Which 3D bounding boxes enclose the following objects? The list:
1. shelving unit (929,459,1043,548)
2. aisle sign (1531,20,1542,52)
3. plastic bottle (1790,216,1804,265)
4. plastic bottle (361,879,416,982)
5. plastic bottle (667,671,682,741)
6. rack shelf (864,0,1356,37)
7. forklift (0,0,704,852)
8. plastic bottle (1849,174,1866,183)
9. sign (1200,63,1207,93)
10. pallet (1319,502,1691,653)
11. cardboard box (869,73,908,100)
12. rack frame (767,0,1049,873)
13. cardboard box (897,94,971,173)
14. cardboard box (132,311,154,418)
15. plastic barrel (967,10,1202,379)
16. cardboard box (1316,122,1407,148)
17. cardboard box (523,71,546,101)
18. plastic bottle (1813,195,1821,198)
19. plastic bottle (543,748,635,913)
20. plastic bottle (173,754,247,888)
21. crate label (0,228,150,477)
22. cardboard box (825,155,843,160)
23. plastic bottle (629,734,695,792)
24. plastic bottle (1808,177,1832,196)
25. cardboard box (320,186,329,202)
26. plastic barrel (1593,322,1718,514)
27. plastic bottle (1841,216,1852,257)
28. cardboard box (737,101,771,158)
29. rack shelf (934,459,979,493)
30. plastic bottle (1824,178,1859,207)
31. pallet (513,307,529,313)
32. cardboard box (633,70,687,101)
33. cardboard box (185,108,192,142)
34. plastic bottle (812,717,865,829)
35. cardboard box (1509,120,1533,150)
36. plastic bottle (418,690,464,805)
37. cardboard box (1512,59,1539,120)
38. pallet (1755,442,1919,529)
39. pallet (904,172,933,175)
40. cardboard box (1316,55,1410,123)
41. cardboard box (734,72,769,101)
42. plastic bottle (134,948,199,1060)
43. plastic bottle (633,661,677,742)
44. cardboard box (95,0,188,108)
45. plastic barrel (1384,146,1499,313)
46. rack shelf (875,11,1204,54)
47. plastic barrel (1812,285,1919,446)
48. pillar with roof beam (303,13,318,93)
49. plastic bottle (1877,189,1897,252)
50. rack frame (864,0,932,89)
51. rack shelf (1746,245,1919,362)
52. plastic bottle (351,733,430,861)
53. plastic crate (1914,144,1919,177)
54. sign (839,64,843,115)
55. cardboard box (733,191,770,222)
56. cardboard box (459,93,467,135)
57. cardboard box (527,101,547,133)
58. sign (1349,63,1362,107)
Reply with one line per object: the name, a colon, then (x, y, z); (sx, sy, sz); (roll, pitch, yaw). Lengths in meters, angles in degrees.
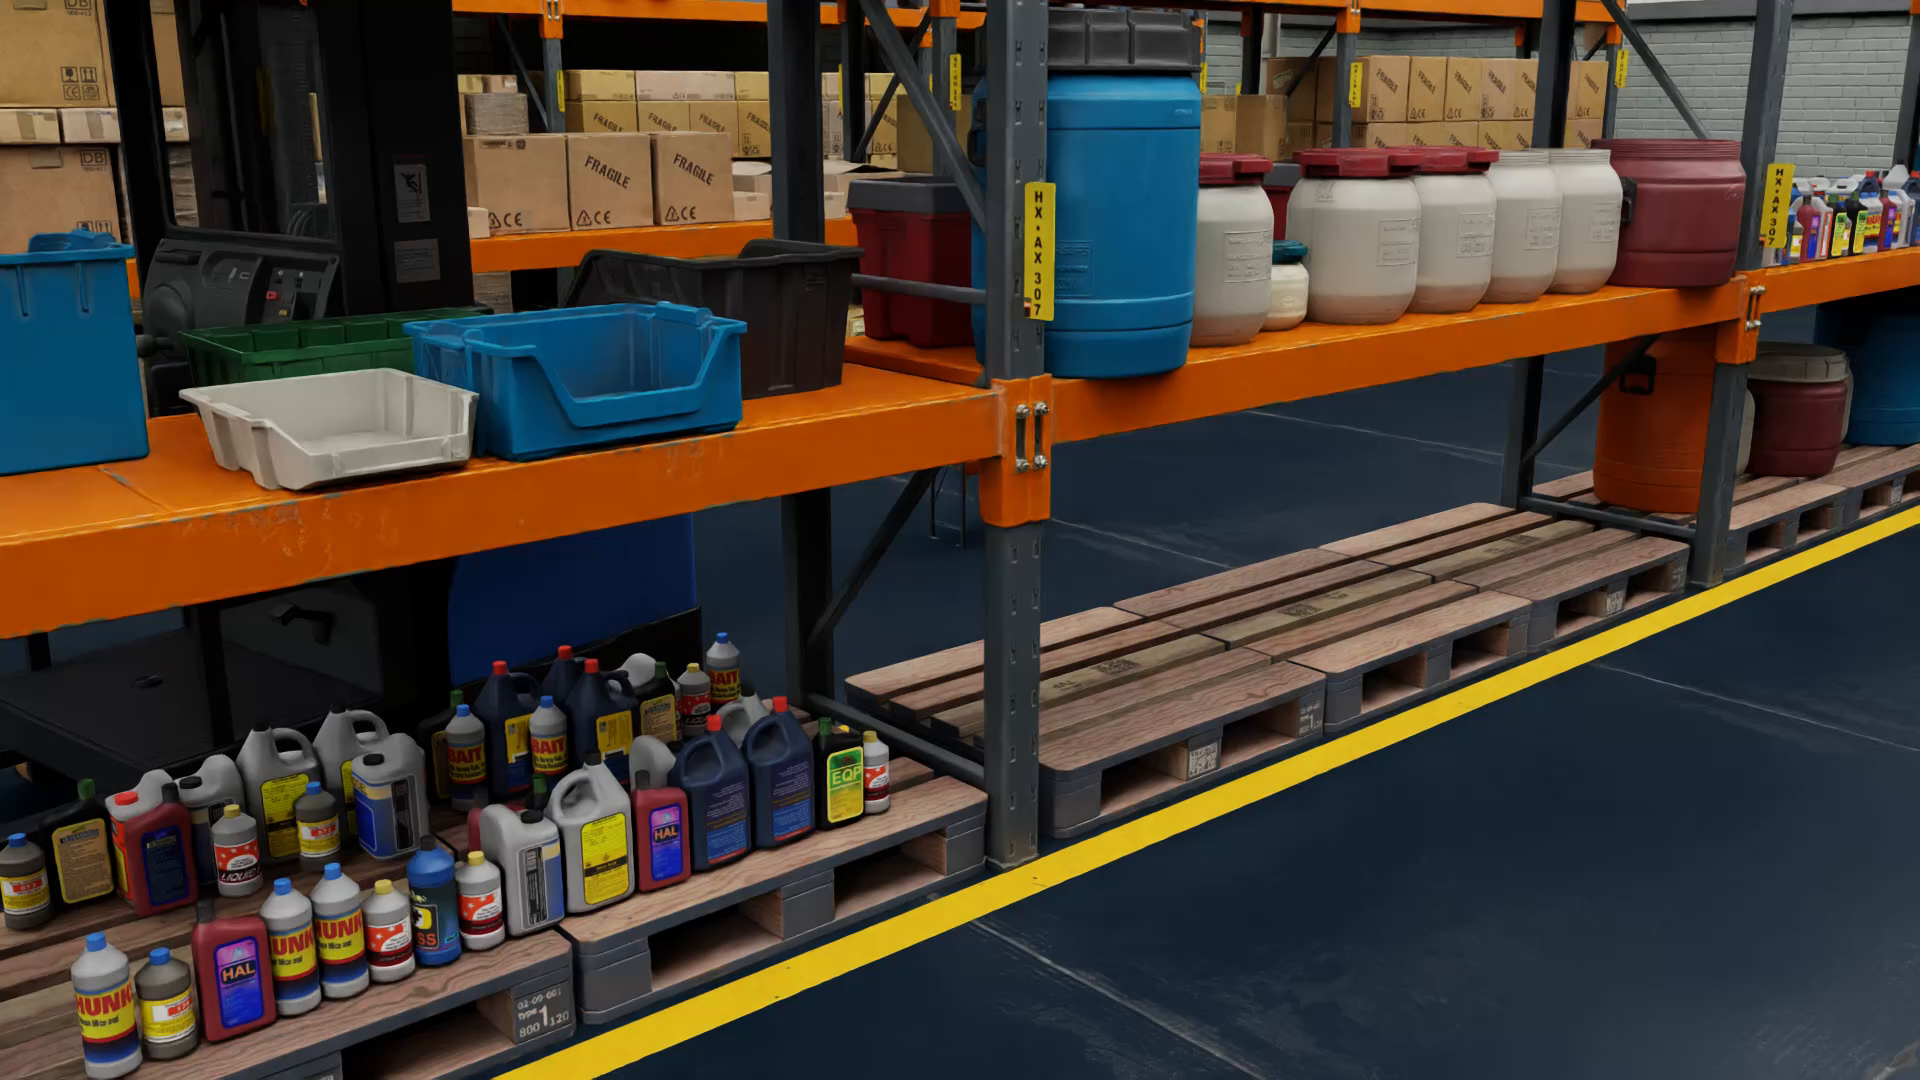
shelving unit: (0.125, -0.608, 7.700); (0.503, 1.200, 0.258); (-13, 19, -39)
aisle sign: (5.501, -4.992, 15.589); (0.004, 0.787, 0.394); (-13, 19, -39)
plastic bottle: (3.573, -1.292, 7.161); (0.097, 0.201, 0.097); (0, 15, 0)
plastic bottle: (-1.198, 0.809, 3.478); (0.097, 0.201, 0.097); (0, 15, 0)
plastic bottle: (-0.843, 0.473, 4.737); (0.097, 0.201, 0.097); (0, 15, 0)
rack shelf: (1.116, -3.753, 11.568); (4.000, 0.370, 1.077); (-13, 19, -39)
forklift: (-2.175, -0.666, 4.563); (1.130, 2.935, 3.031); (11, 18, 35)
plastic bottle: (4.998, -1.899, 9.286); (0.135, 0.276, 0.152); (-13, 19, -39)
sign: (2.733, -5.197, 18.691); (0.005, 0.325, 0.100); (-13, 19, -39)
pallet: (2.246, 0.124, 6.878); (1.213, 0.211, 1.003); (-13, 19, -39)
cardboard box: (-0.814, -4.389, 16.105); (0.500, 0.250, 0.500); (-12, 19, -38)
rack frame: (-0.162, -0.670, 4.444); (0.127, 3.000, 1.000); (-13, 19, -39)
cardboard box: (0.008, -2.692, 11.008); (0.700, 0.500, 0.500); (8, 17, 28)
cardboard box: (-3.966, -0.854, 8.195); (0.500, 0.500, 0.500); (-13, 19, -39)
plastic barrel: (0.329, -0.918, 4.404); (0.708, 0.901, 0.600); (-13, 19, -39)
cardboard box: (3.188, -3.071, 13.242); (0.500, 0.500, 0.500); (-12, 19, -38)
cardboard box: (-3.476, -3.967, 14.527); (0.500, 0.250, 0.500); (-12, 19, -38)
plastic bottle: (3.809, -1.400, 7.428); (0.097, 0.271, 0.097); (0, 15, 0)
plastic bottle: (-0.847, 0.650, 3.784); (0.185, 0.351, 0.144); (-13, 20, -40)
plastic bottle: (-1.769, 0.654, 3.914); (0.135, 0.276, 0.152); (-13, 20, -41)
crate label: (-1.968, -0.373, 3.267); (0.616, 0.435, 0.502); (-13, 19, -39)
cardboard box: (-1.260, -3.591, 15.828); (0.250, 0.149, 0.380); (-13, 19, -39)
plastic bottle: (-0.719, 0.607, 4.091); (0.135, 0.276, 0.152); (-13, 19, -39)
plastic bottle: (4.576, -1.804, 8.931); (0.135, 0.276, 0.152); (-13, 19, -39)
cardboard box: (-3.068, -1.654, 8.420); (0.500, 0.250, 0.500); (-11, 19, -36)
plastic barrel: (3.214, -0.588, 7.529); (0.708, 0.830, 0.600); (-13, 19, -39)
plastic bottle: (3.950, -1.377, 7.477); (0.097, 0.201, 0.097); (0, 15, 0)
cardboard box: (-1.949, -3.770, 15.244); (0.500, 0.500, 0.500); (-12, 19, -38)
rack shelf: (0.125, -0.351, 7.769); (0.480, 0.148, 0.258); (-13, 19, -39)
plastic bottle: (4.675, -1.774, 8.820); (0.135, 0.276, 0.152); (-13, 19, -39)
pallet: (-4.238, -1.797, 14.067); (1.213, 0.211, 1.003); (-13, 19, -39)
cardboard box: (-2.731, -3.958, 14.492); (0.500, 0.250, 0.500); (-13, 20, -40)
cardboard box: (-3.475, -1.908, 7.631); (0.250, 0.149, 0.380); (-13, 20, -39)
plastic bottle: (-0.308, 0.576, 4.192); (0.133, 0.283, 0.061); (-11, 19, -37)
cardboard box: (4.714, -3.415, 14.528); (0.500, 0.500, 0.500); (-12, 19, -39)
plastic bottle: (-1.337, 0.538, 4.334); (0.133, 0.283, 0.061); (-12, 19, -37)
cardboard box: (4.718, -3.895, 14.389); (0.500, 0.500, 0.500); (-12, 19, -38)
pallet: (4.343, -0.347, 8.641); (1.213, 0.211, 1.003); (-13, 19, -39)
pallet: (0.072, -2.348, 11.099); (1.003, 0.211, 1.213); (-13, 19, -39)
cardboard box: (3.165, -3.546, 13.082); (0.500, 0.500, 0.500); (-12, 19, -38)
cardboard box: (-1.975, -4.131, 15.140); (0.500, 0.250, 0.500); (-13, 20, -40)
plastic bottle: (-1.529, 0.883, 3.200); (0.097, 0.201, 0.097); (0, 15, 0)
plastic bottle: (-0.845, 0.480, 4.553); (0.133, 0.283, 0.061); (-13, 19, -39)
cardboard box: (-3.741, -2.233, 7.590); (0.500, 0.500, 0.700); (-13, 19, -39)
plastic barrel: (1.584, -1.052, 5.613); (0.433, 0.535, 0.433); (0, 15, 0)
rack shelf: (0.879, -5.394, 17.712); (4.000, 0.370, 1.077); (-13, 19, -39)
plastic barrel: (4.918, -1.005, 8.953); (0.708, 0.901, 0.600); (-13, 19, -39)
pillar with roof beam: (-2.370, -5.284, 10.096); (0.400, 9.000, 9.100); (-13, 19, -39)
plastic bottle: (4.296, -1.488, 7.734); (0.133, 0.283, 0.061); (-13, 19, -39)
rack frame: (-0.630, -3.953, 16.738); (0.127, 3.000, 1.000); (-13, 19, -39)
rack shelf: (4.365, -1.338, 8.342); (4.000, 0.370, 1.077); (-13, 19, -39)
plastic bottle: (-1.390, 0.618, 4.048); (0.135, 0.276, 0.152); (-13, 19, -39)
plastic crate: (6.002, -2.192, 10.057); (0.575, 0.384, 0.392); (-13, 19, -39)
sign: (-0.756, -2.937, 10.844); (0.005, 0.325, 0.100); (-13, 19, -39)
cardboard box: (-1.318, -1.964, 9.776); (0.250, 0.149, 0.380); (-11, 18, -35)
cardboard box: (-4.399, -3.355, 13.452); (0.700, 0.500, 0.500); (14, 20, 42)
cardboard box: (-3.464, -3.609, 14.639); (0.500, 0.500, 0.500); (-12, 19, -39)
sign: (2.992, -3.442, 12.579); (0.005, 0.325, 0.100); (-13, 19, -39)
